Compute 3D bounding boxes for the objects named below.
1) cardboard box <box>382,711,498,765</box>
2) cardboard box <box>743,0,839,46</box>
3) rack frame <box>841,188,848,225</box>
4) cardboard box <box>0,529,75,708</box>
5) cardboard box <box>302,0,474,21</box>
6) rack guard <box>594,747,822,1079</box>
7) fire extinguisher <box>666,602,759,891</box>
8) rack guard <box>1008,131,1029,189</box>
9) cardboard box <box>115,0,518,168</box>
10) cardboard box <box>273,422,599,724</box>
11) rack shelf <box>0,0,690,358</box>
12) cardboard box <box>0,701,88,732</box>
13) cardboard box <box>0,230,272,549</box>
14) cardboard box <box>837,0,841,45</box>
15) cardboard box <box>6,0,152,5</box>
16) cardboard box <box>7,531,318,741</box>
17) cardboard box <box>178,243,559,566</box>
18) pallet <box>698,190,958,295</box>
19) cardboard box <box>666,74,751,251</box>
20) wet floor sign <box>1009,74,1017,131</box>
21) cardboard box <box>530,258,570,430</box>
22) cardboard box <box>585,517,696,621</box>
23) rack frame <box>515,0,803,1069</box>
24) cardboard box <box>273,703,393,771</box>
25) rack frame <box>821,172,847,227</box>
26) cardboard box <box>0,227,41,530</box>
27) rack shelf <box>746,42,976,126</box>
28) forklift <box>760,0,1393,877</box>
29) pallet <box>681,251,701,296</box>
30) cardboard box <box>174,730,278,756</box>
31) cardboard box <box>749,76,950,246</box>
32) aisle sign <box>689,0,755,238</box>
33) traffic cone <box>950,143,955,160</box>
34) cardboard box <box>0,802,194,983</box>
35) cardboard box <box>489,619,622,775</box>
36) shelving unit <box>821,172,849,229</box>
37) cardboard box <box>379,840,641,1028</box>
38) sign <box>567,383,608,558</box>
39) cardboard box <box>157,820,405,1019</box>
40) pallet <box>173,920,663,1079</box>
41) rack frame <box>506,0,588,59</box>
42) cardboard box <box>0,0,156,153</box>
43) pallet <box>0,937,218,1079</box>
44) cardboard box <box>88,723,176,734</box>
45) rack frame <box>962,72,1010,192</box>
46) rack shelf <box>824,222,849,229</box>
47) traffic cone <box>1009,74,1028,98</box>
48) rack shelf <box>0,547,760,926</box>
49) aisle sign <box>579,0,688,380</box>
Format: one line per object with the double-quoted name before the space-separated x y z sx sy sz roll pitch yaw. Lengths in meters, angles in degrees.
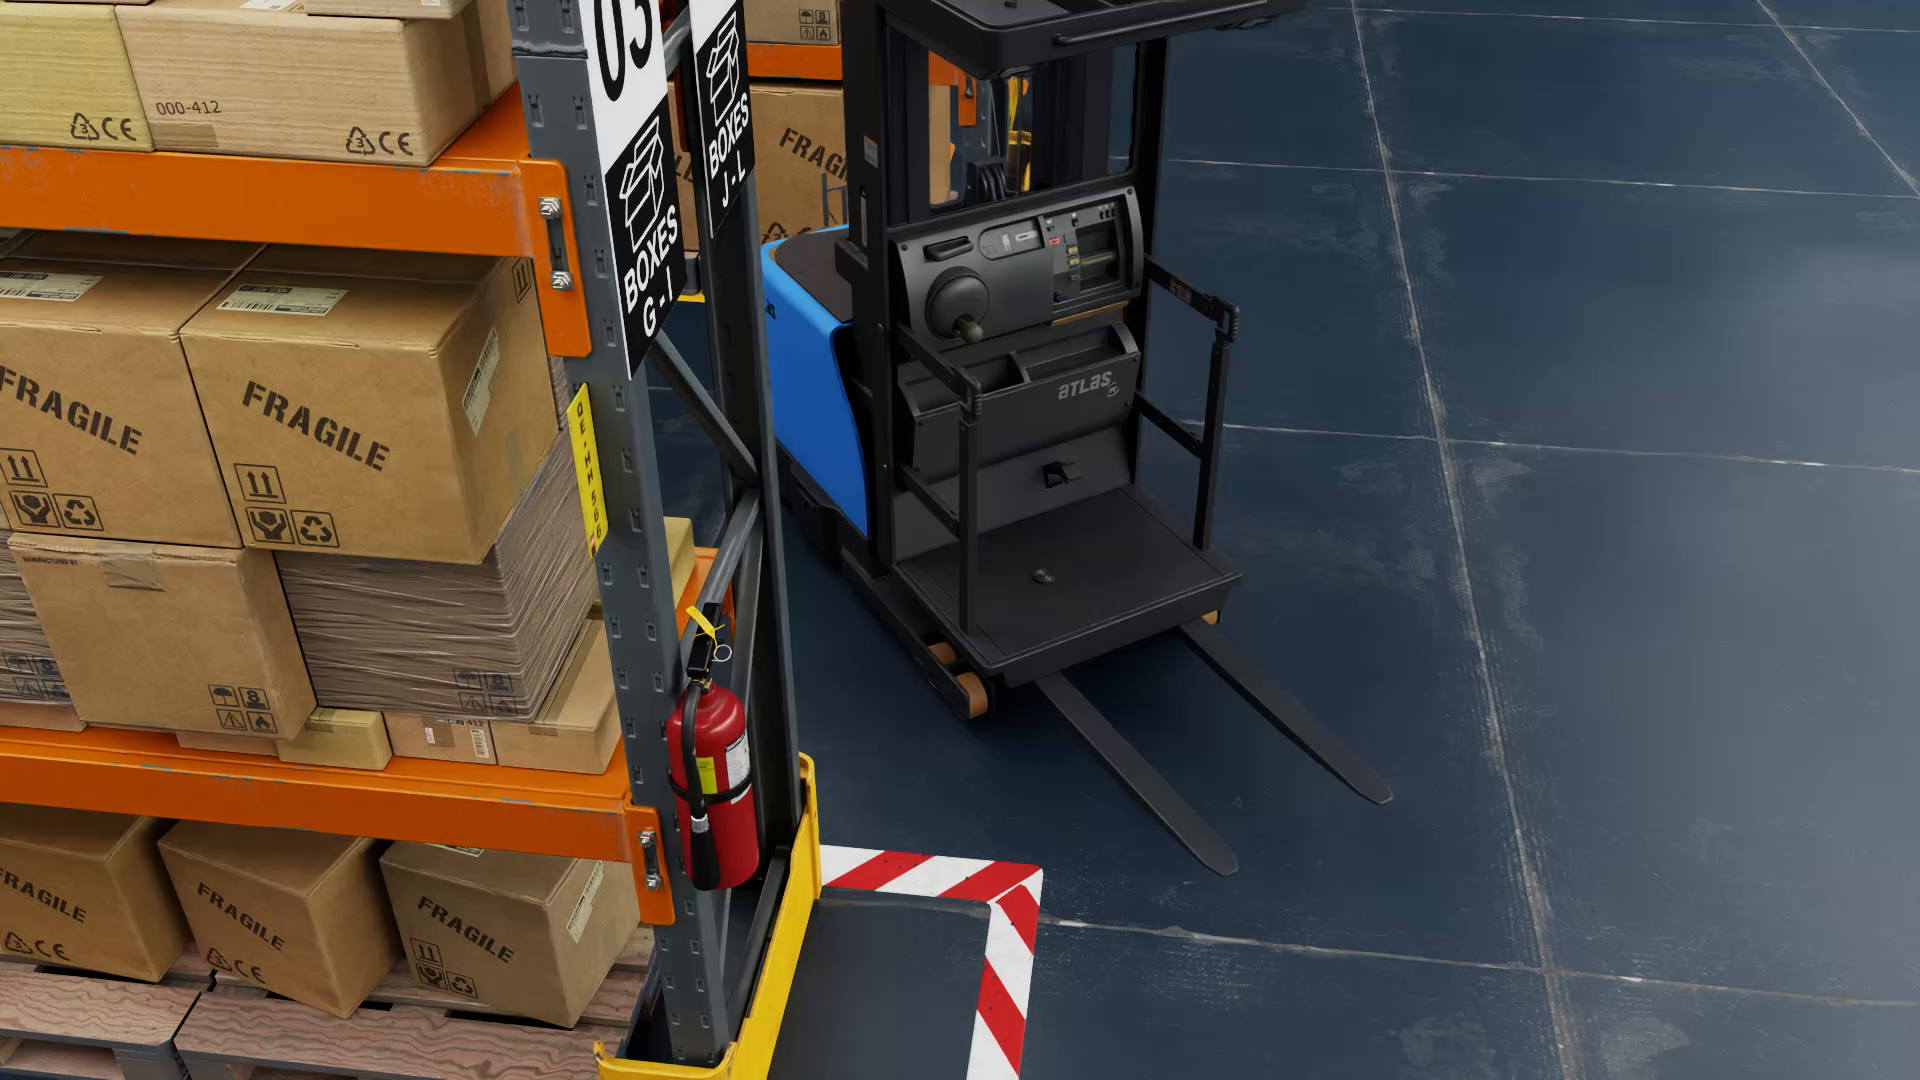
"cardboard box" -1.153 0.338 3.910 0.250 0.149 0.380 4 36 6
"cardboard box" -0.786 -2.784 7.940 0.550 0.550 0.875 4 36 6
"rack frame" -0.370 -0.950 7.049 0.240 1.200 0.006 -18 39 -24
"cardboard box" -2.140 -0.091 3.953 0.500 0.500 0.875 4 36 6
"cardboard box" -0.911 -1.006 2.781 0.250 0.149 0.380 4 36 6
"rack guard" -0.671 1.169 4.682 0.348 0.500 1.175 4 36 6
"fire extinguisher" -0.541 0.462 3.587 0.183 0.674 0.296 4 36 6
"rack guard" 0.160 -1.674 8.666 0.348 0.500 1.175 4 36 6
"cardboard box" -1.107 -0.892 2.965 0.500 0.250 0.500 5 36 7
"cardboard box" -1.138 -0.061 3.912 0.500 0.500 0.875 4 36 6
"rack shelf" -2.580 -0.919 3.493 4.000 0.370 1.077 4 36 6
"cardboard box" -2.147 0.274 4.000 0.250 0.149 0.380 4 36 6
"cardboard box" -1.670 -0.344 3.447 0.500 0.500 0.500 4 36 6
"cardboard box" -0.238 -2.756 7.900 0.550 0.550 0.875 4 36 6
"cardboard box" -1.440 -1.050 2.843 0.250 0.149 0.380 3 36 4
"cardboard box" -1.649 -0.029 3.867 0.500 0.500 0.875 4 36 6
"cardboard box" -1.173 -0.310 3.400 0.500 0.500 0.500 4 36 6
"pallet" -0.667 -1.573 8.772 1.213 0.211 1.003 4 36 6
"cardboard box" -1.418 -2.076 8.544 0.875 0.875 0.875 4 36 5
"wet floor sign" 0.417 -2.874 10.221 0.232 0.644 0.267 -2 36 -2
"cardboard box" -1.107 -0.610 3.819 0.500 0.500 0.500 4 36 6
"cardboard box" -0.848 0.101 4.243 0.250 0.149 0.380 4 36 6
"rack frame" -0.596 0.157 3.948 0.127 3.000 1.000 4 36 6
"cardboard box" -1.407 0.349 3.895 0.250 0.149 0.380 4 36 6
"rack frame" -0.461 -1.043 7.178 0.240 1.200 0.006 -18 39 -24
"cardboard box" -2.165 -0.382 3.501 0.500 0.500 0.500 4 36 6
"rack shelf" -1.848 -2.549 8.358 4.000 0.370 1.077 4 36 6
"forklift" 0.322 -0.867 5.442 1.130 2.935 3.031 -18 39 -24
"pallet" -1.874 -1.664 8.900 1.213 0.211 1.003 4 36 6
"cardboard box" -1.653 0.322 3.933 0.250 0.149 0.380 4 36 6
"cardboard box" -0.545 -2.012 8.454 0.875 0.875 0.875 4 36 6
"aisle sign" -0.496 -1.070 3.429 0.004 0.787 0.394 4 36 6
"traffic cone" -0.210 -2.518 9.880 0.334 0.463 0.336 4 36 6
"cardboard box" -2.429 0.866 4.745 0.500 0.500 0.500 7 36 10
"cardboard box" -0.905 0.357 3.884 0.250 0.149 0.380 4 36 6
"shelving unit" -0.415 -0.997 7.113 0.258 1.200 0.189 -18 39 -24
"cardboard box" -1.213 0.948 4.630 0.500 0.500 0.500 11 37 15
"sign" -0.687 -0.125 3.074 0.005 0.325 0.100 4 36 6
"cardboard box" -1.811 0.923 4.665 0.500 0.500 0.500 14 38 18
"pallet" -1.473 1.206 4.879 1.213 0.211 1.003 4 36 6
"rack frame" -0.596 -2.285 2.205 0.127 3.000 1.000 4 36 6
"cardboard box" -1.602 -0.928 3.015 0.500 0.250 0.500 4 36 6
"pallet" -2.679 1.114 5.007 1.213 0.211 1.003 4 36 6
"cardboard box" -1.896 0.280 3.992 0.250 0.149 0.380 4 36 6
"rack frame" 0.136 -2.694 7.942 0.127 3.000 1.000 4 36 6
"rack shelf" -0.415 -1.253 6.930 0.258 0.103 0.180 -18 39 -24
"traffic cone" 0.271 -3.144 10.757 0.334 0.463 0.336 4 36 6
"rack shelf" -2.580 0.302 4.364 4.000 0.370 1.077 4 36 6
"aisle sign" -0.573 -0.724 2.944 0.004 0.787 0.394 4 36 6
